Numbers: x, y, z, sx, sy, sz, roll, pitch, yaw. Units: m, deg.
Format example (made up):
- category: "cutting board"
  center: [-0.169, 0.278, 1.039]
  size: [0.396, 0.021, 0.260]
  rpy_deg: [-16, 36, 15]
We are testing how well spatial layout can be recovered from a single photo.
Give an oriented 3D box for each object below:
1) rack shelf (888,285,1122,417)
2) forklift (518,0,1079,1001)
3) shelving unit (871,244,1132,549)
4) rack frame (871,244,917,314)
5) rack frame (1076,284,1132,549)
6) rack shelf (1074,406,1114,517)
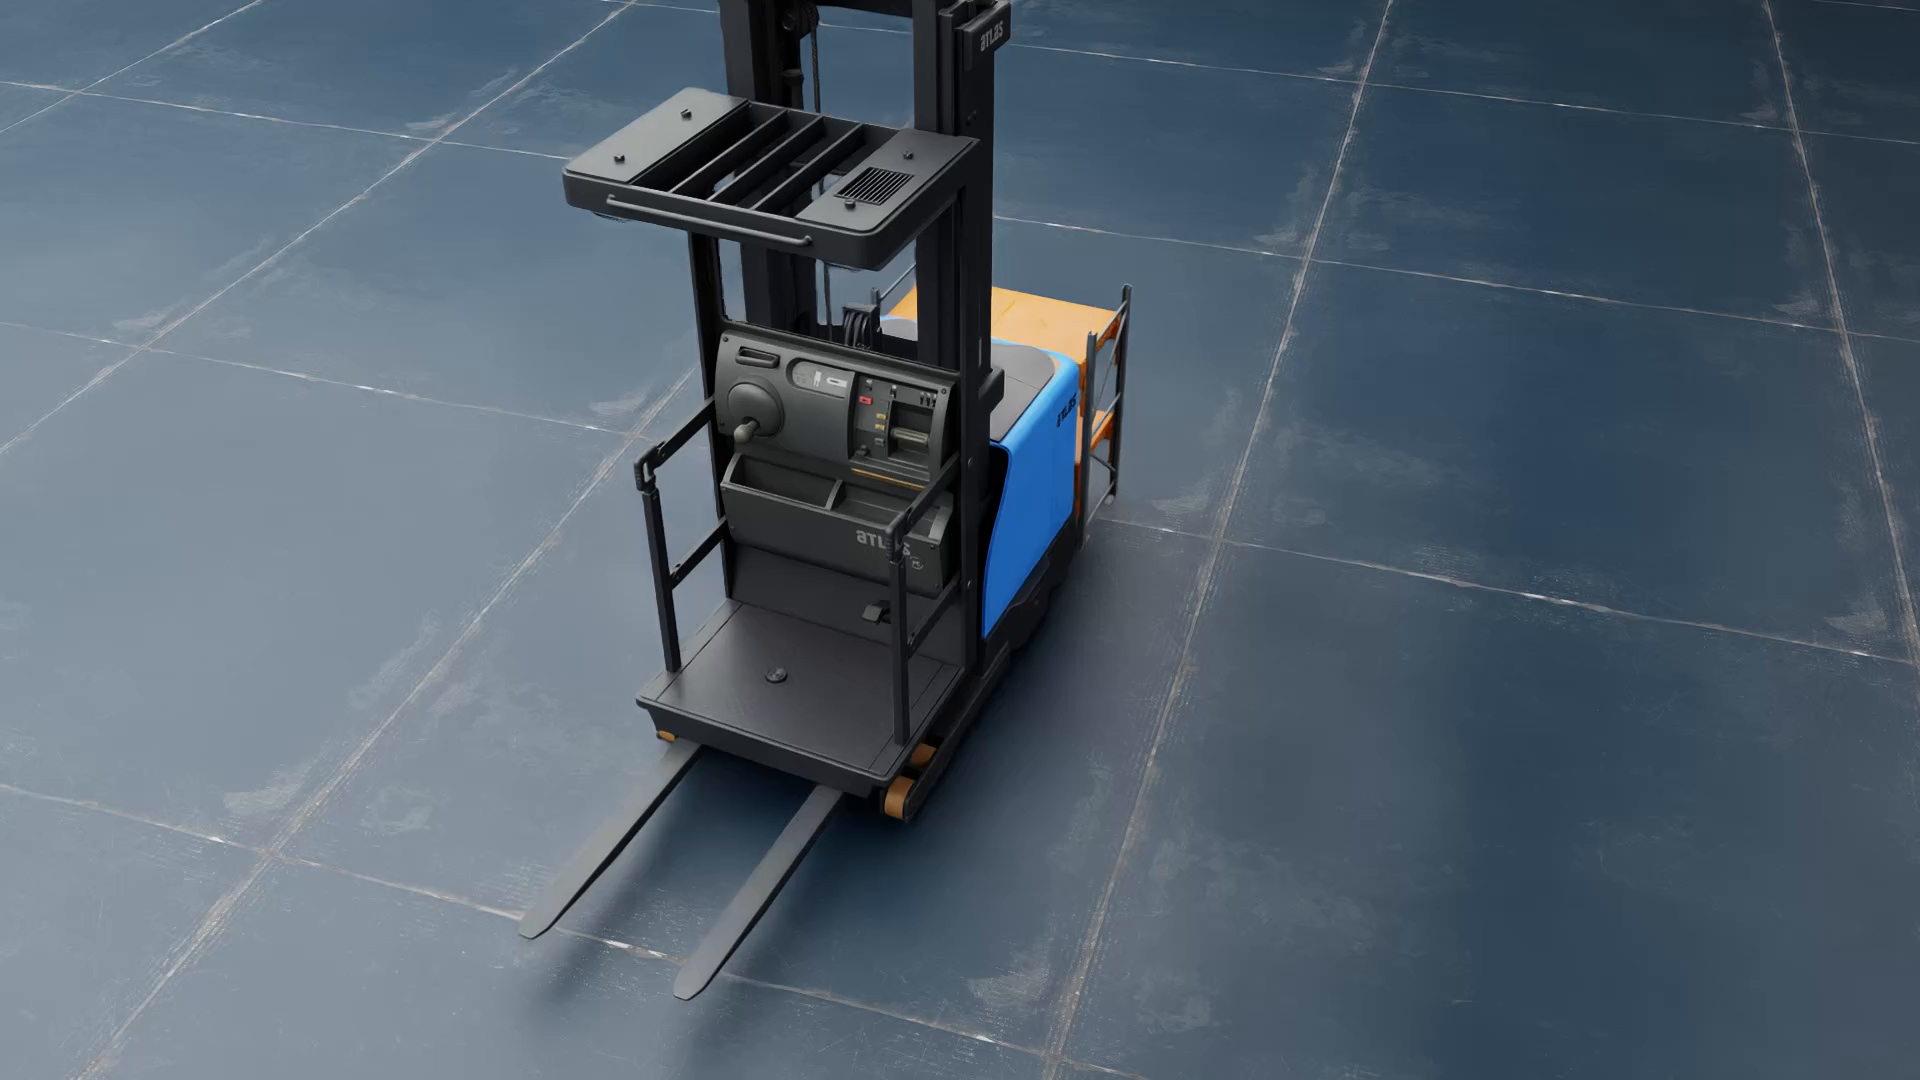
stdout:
- category: "rack shelf"
  center: [0.185, -0.905, 7.537]
  size: [1.000, 0.278, 0.538]
  rpy_deg: [14, 39, 19]
- category: "forklift"
  center: [-0.554, -0.415, 5.841]
  size: [1.130, 2.935, 3.031]
  rpy_deg: [15, 39, 19]
- category: "shelving unit"
  center: [0.185, -0.670, 7.711]
  size: [1.048, 1.125, 0.538]
  rpy_deg: [14, 39, 19]
- category: "rack frame"
  center: [-0.281, -0.790, 7.874]
  size: [0.032, 1.125, 0.500]
  rpy_deg: [14, 39, 19]
- category: "rack frame"
  center: [0.651, -0.549, 7.548]
  size: [0.032, 1.125, 0.500]
  rpy_deg: [14, 39, 19]
- category: "rack shelf"
  center: [0.185, -0.473, 7.856]
  size: [1.000, 0.278, 0.538]
  rpy_deg: [14, 39, 19]
